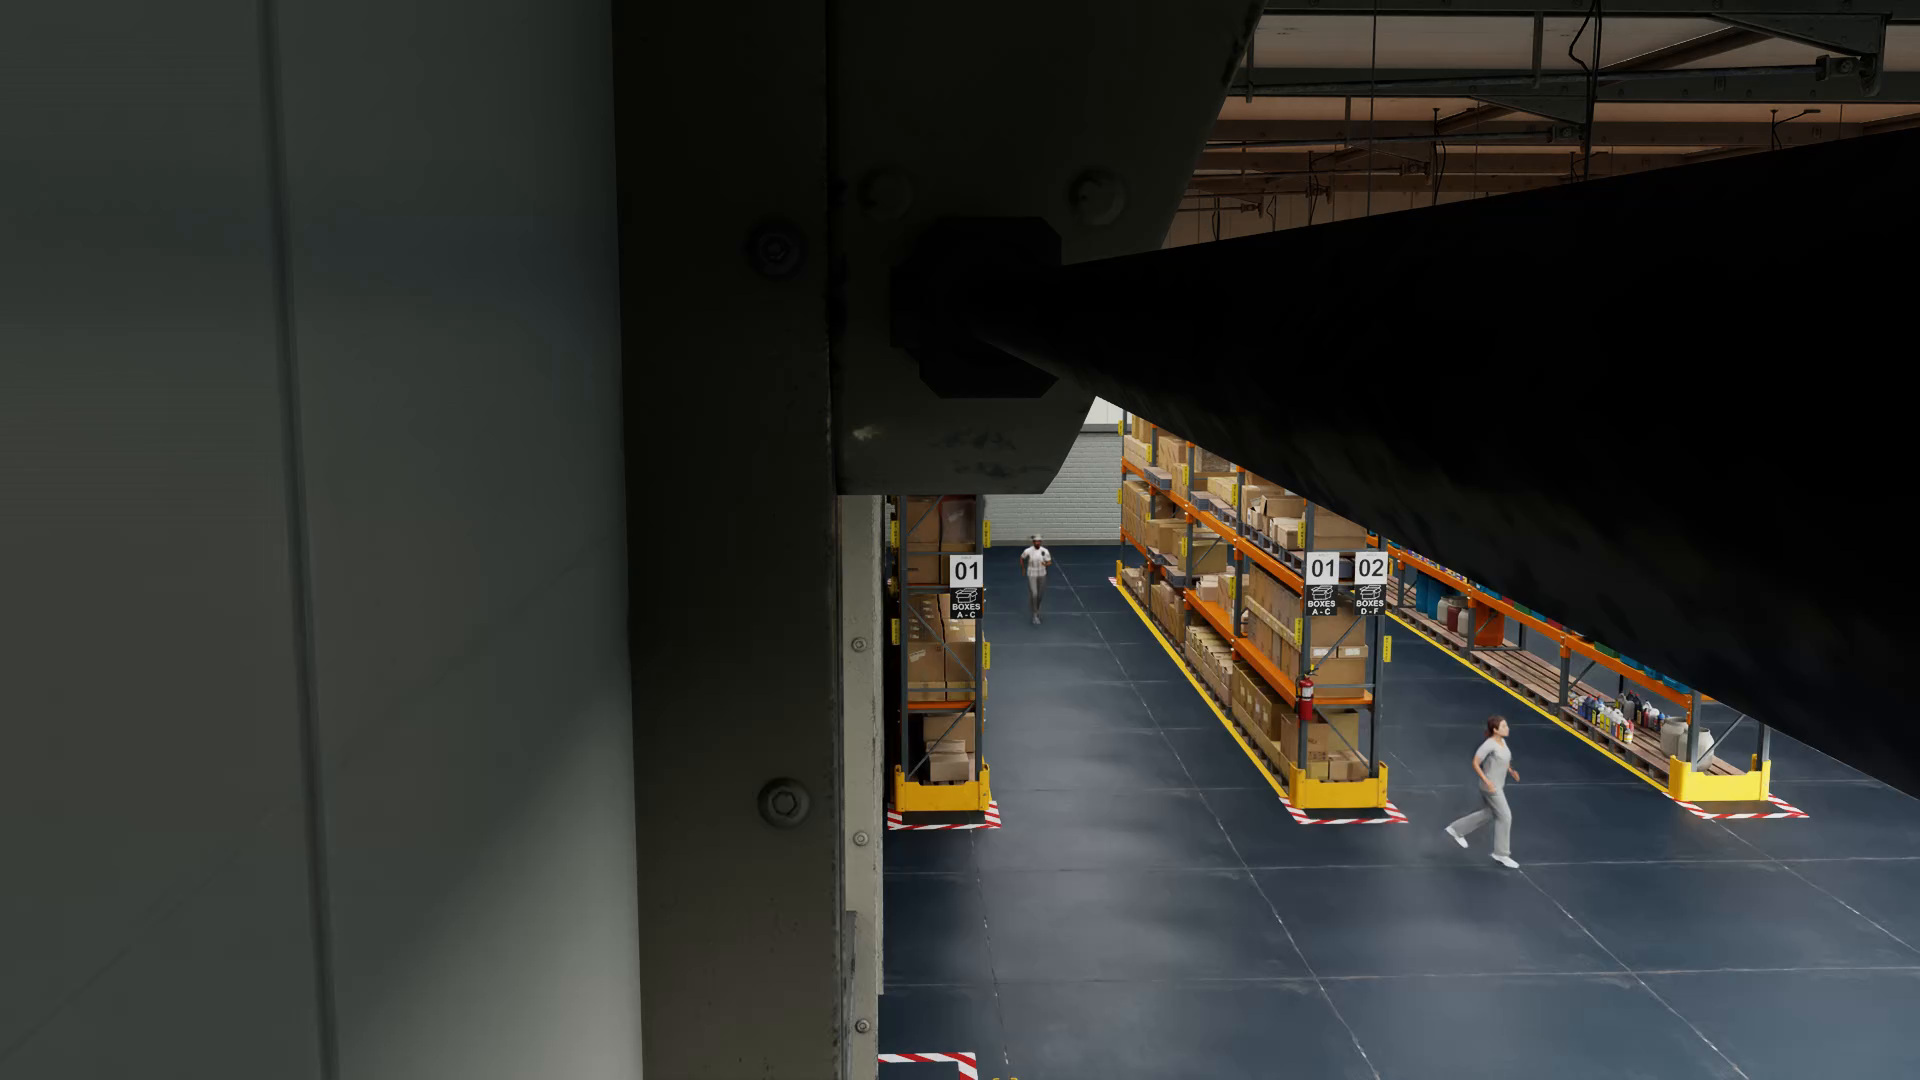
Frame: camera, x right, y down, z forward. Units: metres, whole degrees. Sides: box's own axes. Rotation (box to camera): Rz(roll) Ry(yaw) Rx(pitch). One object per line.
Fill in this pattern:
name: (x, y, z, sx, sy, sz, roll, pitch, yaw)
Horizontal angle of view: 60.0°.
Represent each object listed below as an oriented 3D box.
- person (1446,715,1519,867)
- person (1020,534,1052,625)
person: (5.894, 2.784, 18.655, 0.835, 1.675, 0.565, 5, 10, 32)
person: (1.488, 0.727, 32.297, 0.564, 1.720, 0.876, -2, 9, -12)
